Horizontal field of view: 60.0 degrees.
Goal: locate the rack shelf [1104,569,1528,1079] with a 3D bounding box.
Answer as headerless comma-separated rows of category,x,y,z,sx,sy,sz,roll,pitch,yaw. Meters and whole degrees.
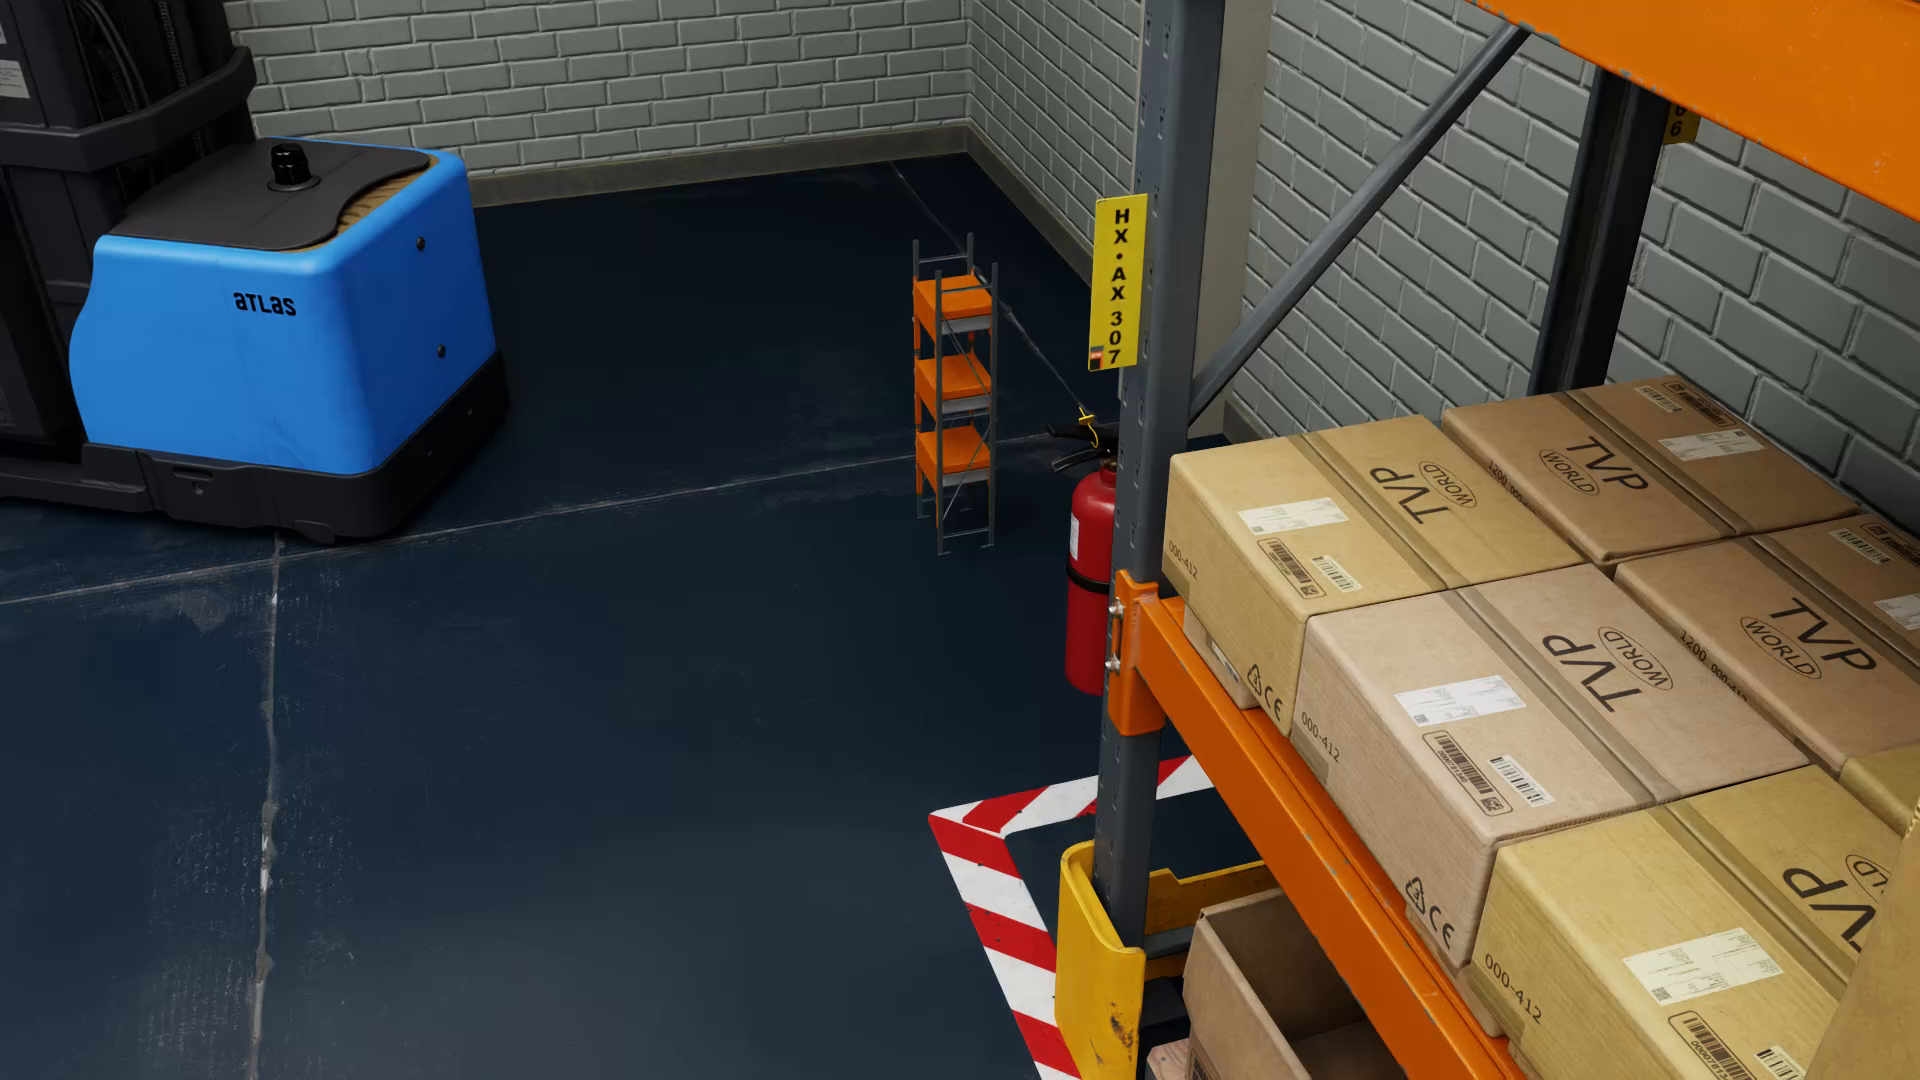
rack shelf,1.406,1.171,1.909,1.077,0.370,4.000,-10,35,-15

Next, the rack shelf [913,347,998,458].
rack shelf,-0.016,-0.457,5.509,0.215,0.259,0.240,-10,35,-15

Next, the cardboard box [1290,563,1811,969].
cardboard box,0.832,0.308,2.430,0.500,0.250,0.500,-10,35,-14

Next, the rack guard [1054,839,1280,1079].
rack guard,0.819,0.904,3.929,1.175,0.500,0.348,-10,35,-15

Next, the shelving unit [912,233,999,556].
shelving unit,-0.016,-0.466,5.503,0.215,1.050,0.252,-10,35,-15

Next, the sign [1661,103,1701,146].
sign,1.331,-0.877,3.019,0.100,0.325,0.005,-10,35,-15

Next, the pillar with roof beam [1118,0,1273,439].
pillar with roof beam,-3.268,-3.525,2.922,9.100,9.000,0.400,-10,35,-15

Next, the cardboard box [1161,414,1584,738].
cardboard box,0.678,0.043,2.830,0.500,0.250,0.500,-10,35,-14

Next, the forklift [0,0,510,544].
forklift,-3.305,-1.629,5.557,3.031,2.935,1.130,7,34,11

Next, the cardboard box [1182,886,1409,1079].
cardboard box,0.892,1.024,3.362,0.797,0.503,0.637,-11,35,-17

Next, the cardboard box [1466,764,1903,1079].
cardboard box,0.990,0.573,2.028,0.500,0.250,0.500,-11,35,-16

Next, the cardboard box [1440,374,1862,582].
cardboard box,1.189,-0.044,2.961,0.500,0.250,0.500,-9,35,-13

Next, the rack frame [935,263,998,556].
rack frame,0.021,-0.402,5.406,0.200,1.050,0.008,-10,35,-15

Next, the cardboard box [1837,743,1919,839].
cardboard box,1.492,0.488,2.157,0.500,0.250,0.500,-9,34,-13

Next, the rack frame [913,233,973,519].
rack frame,-0.054,-0.530,5.600,0.200,1.050,0.008,-10,35,-15

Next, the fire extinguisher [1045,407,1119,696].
fire extinguisher,0.311,0.009,3.423,0.296,0.674,0.183,-10,35,-15

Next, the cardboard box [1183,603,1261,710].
cardboard box,0.635,0.145,3.038,0.380,0.149,0.250,-10,35,-15

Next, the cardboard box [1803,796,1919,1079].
cardboard box,1.136,0.518,1.432,0.500,0.500,0.500,-9,35,-14

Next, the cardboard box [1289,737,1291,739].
cardboard box,0.757,0.270,2.848,0.380,0.149,0.250,-9,35,-14

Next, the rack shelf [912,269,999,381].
rack shelf,-0.016,-0.694,5.352,0.215,0.259,0.240,-10,35,-15

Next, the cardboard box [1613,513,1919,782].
cardboard box,1.345,0.227,2.551,0.500,0.250,0.500,-10,35,-15

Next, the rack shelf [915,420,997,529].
rack shelf,-0.016,-0.225,5.662,0.215,0.259,0.240,-10,35,-15

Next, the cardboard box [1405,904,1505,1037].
cardboard box,0.889,0.546,2.431,0.380,0.149,0.250,-9,34,-13

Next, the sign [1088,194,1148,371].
sign,0.279,-0.449,2.923,0.100,0.325,0.005,-10,35,-15

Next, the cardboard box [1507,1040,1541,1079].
cardboard box,0.975,0.684,2.222,0.380,0.149,0.250,-9,35,-14

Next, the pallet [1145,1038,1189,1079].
pallet,1.063,1.443,3.375,1.003,0.211,1.213,-10,35,-15

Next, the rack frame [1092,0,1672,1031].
rack frame,0.796,-0.179,3.300,1.000,3.000,0.127,-10,35,-15
